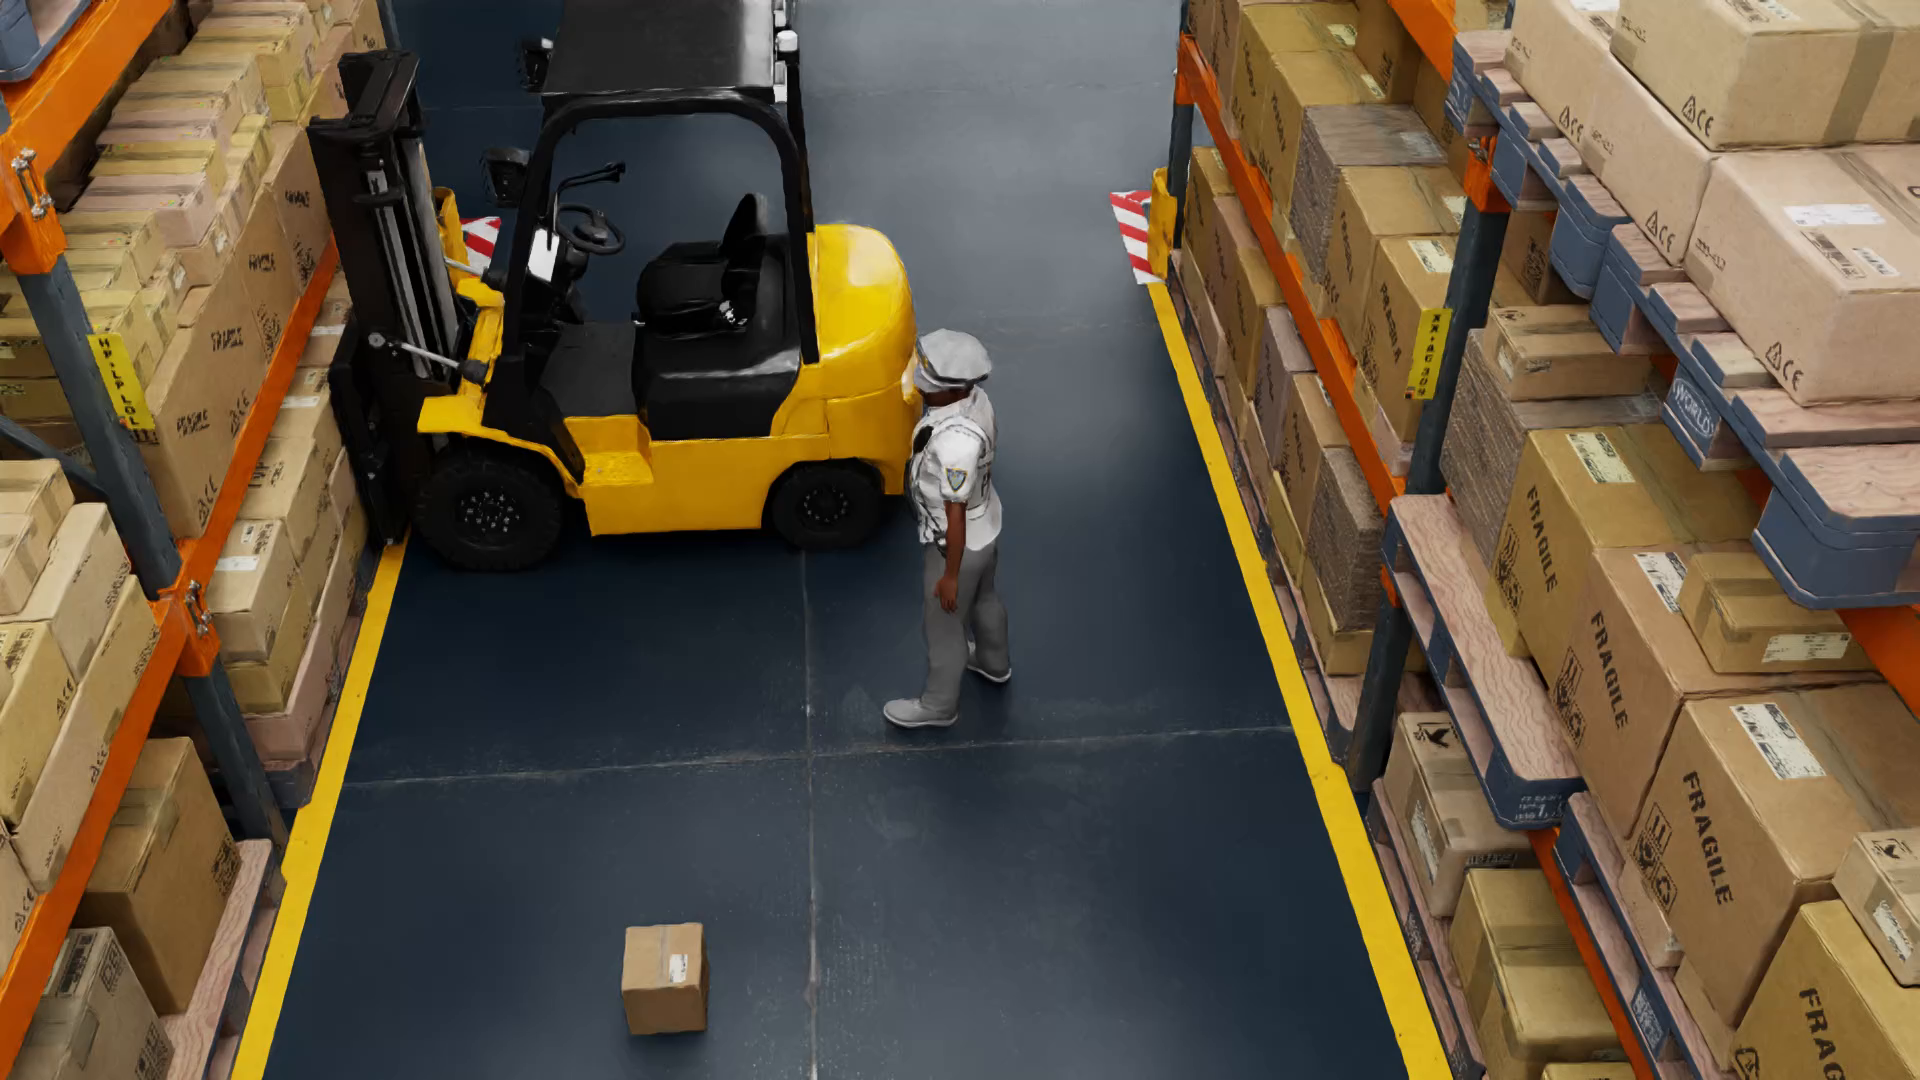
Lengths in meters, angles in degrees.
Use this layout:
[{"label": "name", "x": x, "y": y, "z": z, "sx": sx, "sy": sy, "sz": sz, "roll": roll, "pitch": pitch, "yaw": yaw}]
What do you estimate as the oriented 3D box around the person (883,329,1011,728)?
[{"label": "person", "x": -0.046, "y": -0.024, "z": 6.142, "sx": 0.482, "sy": 1.670, "sz": 0.571, "roll": 4, "pitch": 40, "yaw": 5}]
